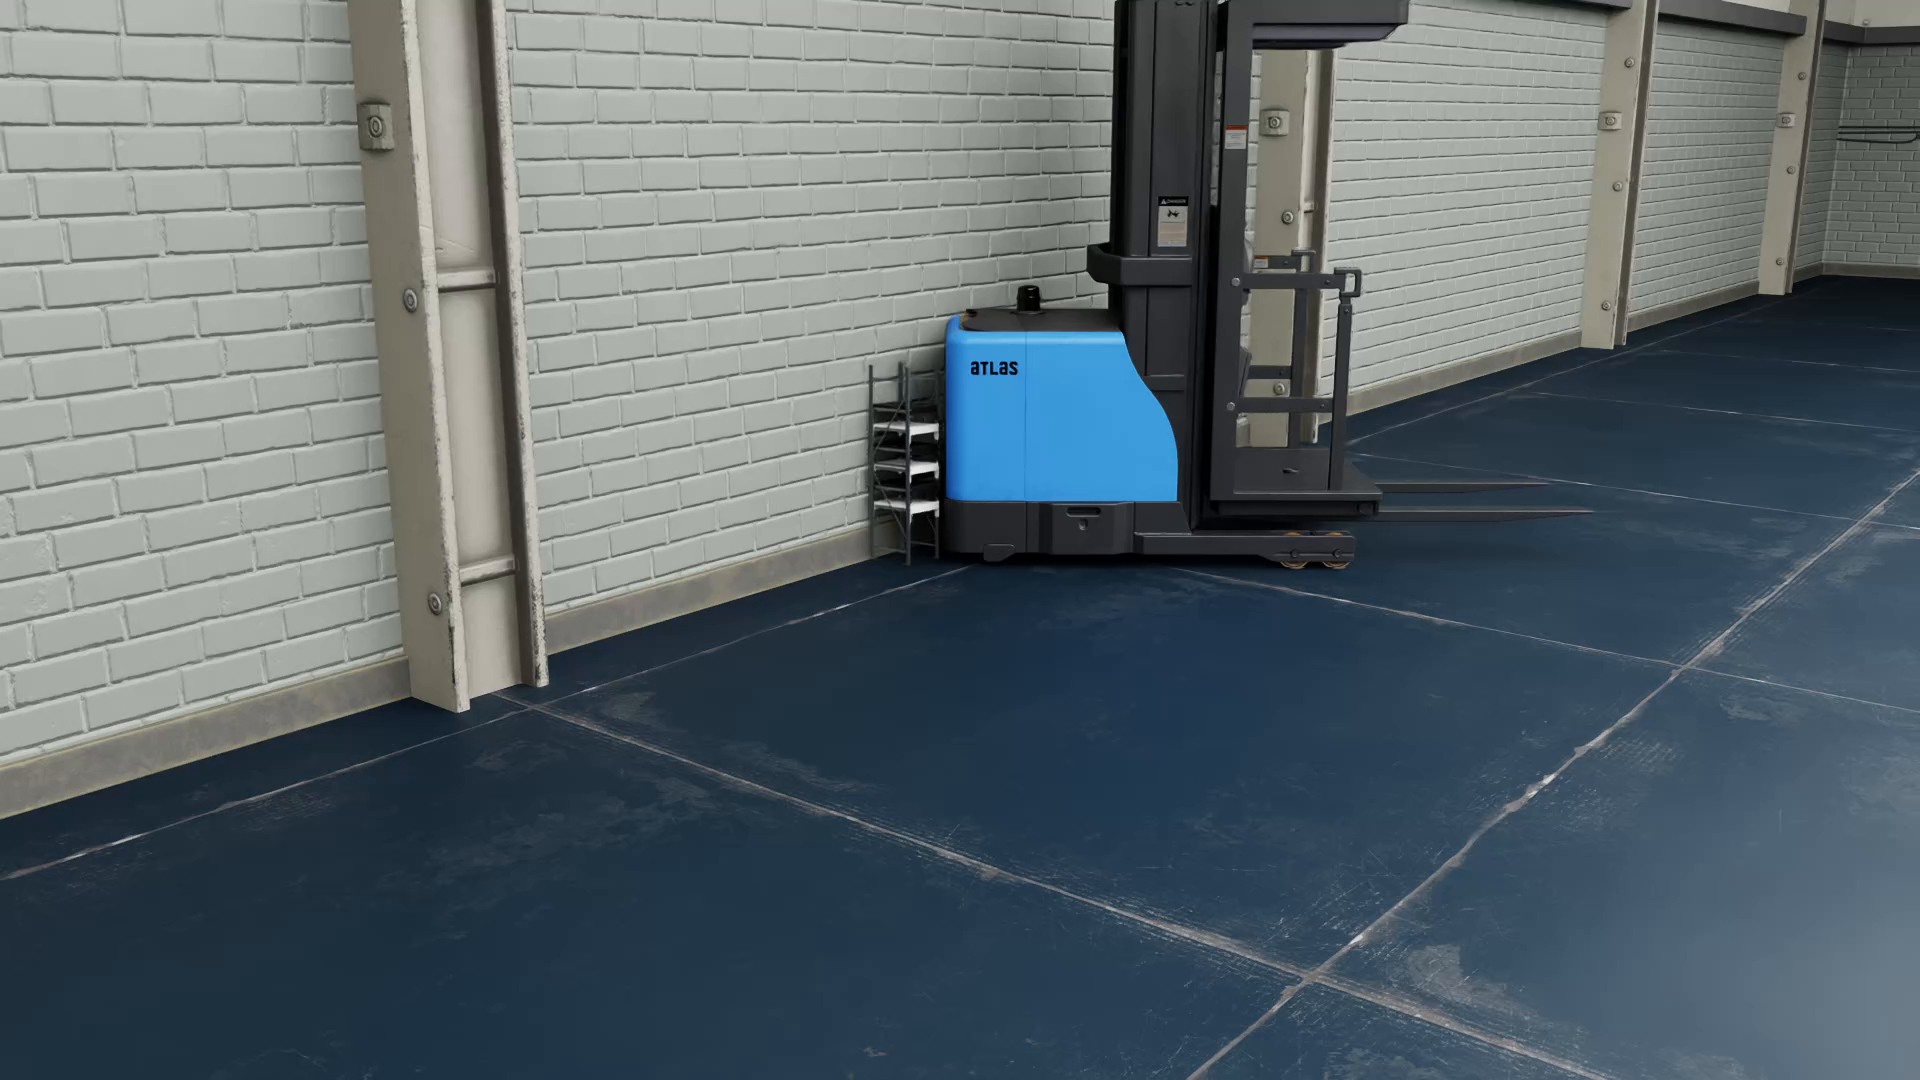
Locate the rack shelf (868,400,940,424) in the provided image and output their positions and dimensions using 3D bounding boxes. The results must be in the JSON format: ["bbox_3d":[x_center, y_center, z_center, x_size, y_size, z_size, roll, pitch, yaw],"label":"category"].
[{"bbox_3d":[-0.256,-0.587,7.603,0.258,0.077,0.200,8,13,38],"label":"rack shelf"}]

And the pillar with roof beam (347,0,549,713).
[{"bbox_3d":[1.610,-3.157,2.275,9.100,9.000,0.400,11,18,38],"label":"pillar with roof beam"}]

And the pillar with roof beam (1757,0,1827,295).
[{"bbox_3d":[12.924,-6.605,15.845,9.100,9.000,0.400,11,18,38],"label":"pillar with roof beam"}]

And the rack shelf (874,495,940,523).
[{"bbox_3d":[-0.256,-0.144,7.683,0.258,0.077,0.200,8,13,38],"label":"rack shelf"}]

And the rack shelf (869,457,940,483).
[{"bbox_3d":[-0.256,-0.321,7.651,0.258,0.077,0.200,8,13,38],"label":"rack shelf"}]

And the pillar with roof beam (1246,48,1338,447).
[{"bbox_3d":[5.381,-4.306,6.799,9.100,9.000,0.400,11,18,38],"label":"pillar with roof beam"}]

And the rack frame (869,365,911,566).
[{"bbox_3d":[-0.320,-0.340,7.568,0.240,0.900,0.006,8,13,38],"label":"rack frame"}]

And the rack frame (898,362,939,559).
[{"bbox_3d":[-0.192,-0.368,7.723,0.240,0.900,0.006,8,13,38],"label":"rack frame"}]

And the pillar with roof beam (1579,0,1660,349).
[{"bbox_3d":[9.152,-5.456,11.322,9.100,9.000,0.400,11,18,38],"label":"pillar with roof beam"}]

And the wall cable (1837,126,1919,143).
[{"bbox_3d":[12.455,-6.125,20.265,3.097,2.526,0.112,11,18,38],"label":"wall cable"}]

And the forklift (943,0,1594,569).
[{"bbox_3d":[1.440,-1.419,7.758,3.031,2.935,1.130,0,14,0],"label":"forklift"}]

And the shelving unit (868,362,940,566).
[{"bbox_3d":[-0.256,-0.354,7.645,0.258,0.900,0.210,8,13,38],"label":"shelving unit"}]

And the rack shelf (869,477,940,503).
[{"bbox_3d":[-0.256,-0.232,7.667,0.258,0.077,0.200,8,13,38],"label":"rack shelf"}]

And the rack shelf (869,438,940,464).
[{"bbox_3d":[-0.256,-0.410,7.635,0.258,0.077,0.200,8,13,38],"label":"rack shelf"}]

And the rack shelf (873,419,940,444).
[{"bbox_3d":[-0.256,-0.498,7.619,0.258,0.077,0.200,8,13,38],"label":"rack shelf"}]
